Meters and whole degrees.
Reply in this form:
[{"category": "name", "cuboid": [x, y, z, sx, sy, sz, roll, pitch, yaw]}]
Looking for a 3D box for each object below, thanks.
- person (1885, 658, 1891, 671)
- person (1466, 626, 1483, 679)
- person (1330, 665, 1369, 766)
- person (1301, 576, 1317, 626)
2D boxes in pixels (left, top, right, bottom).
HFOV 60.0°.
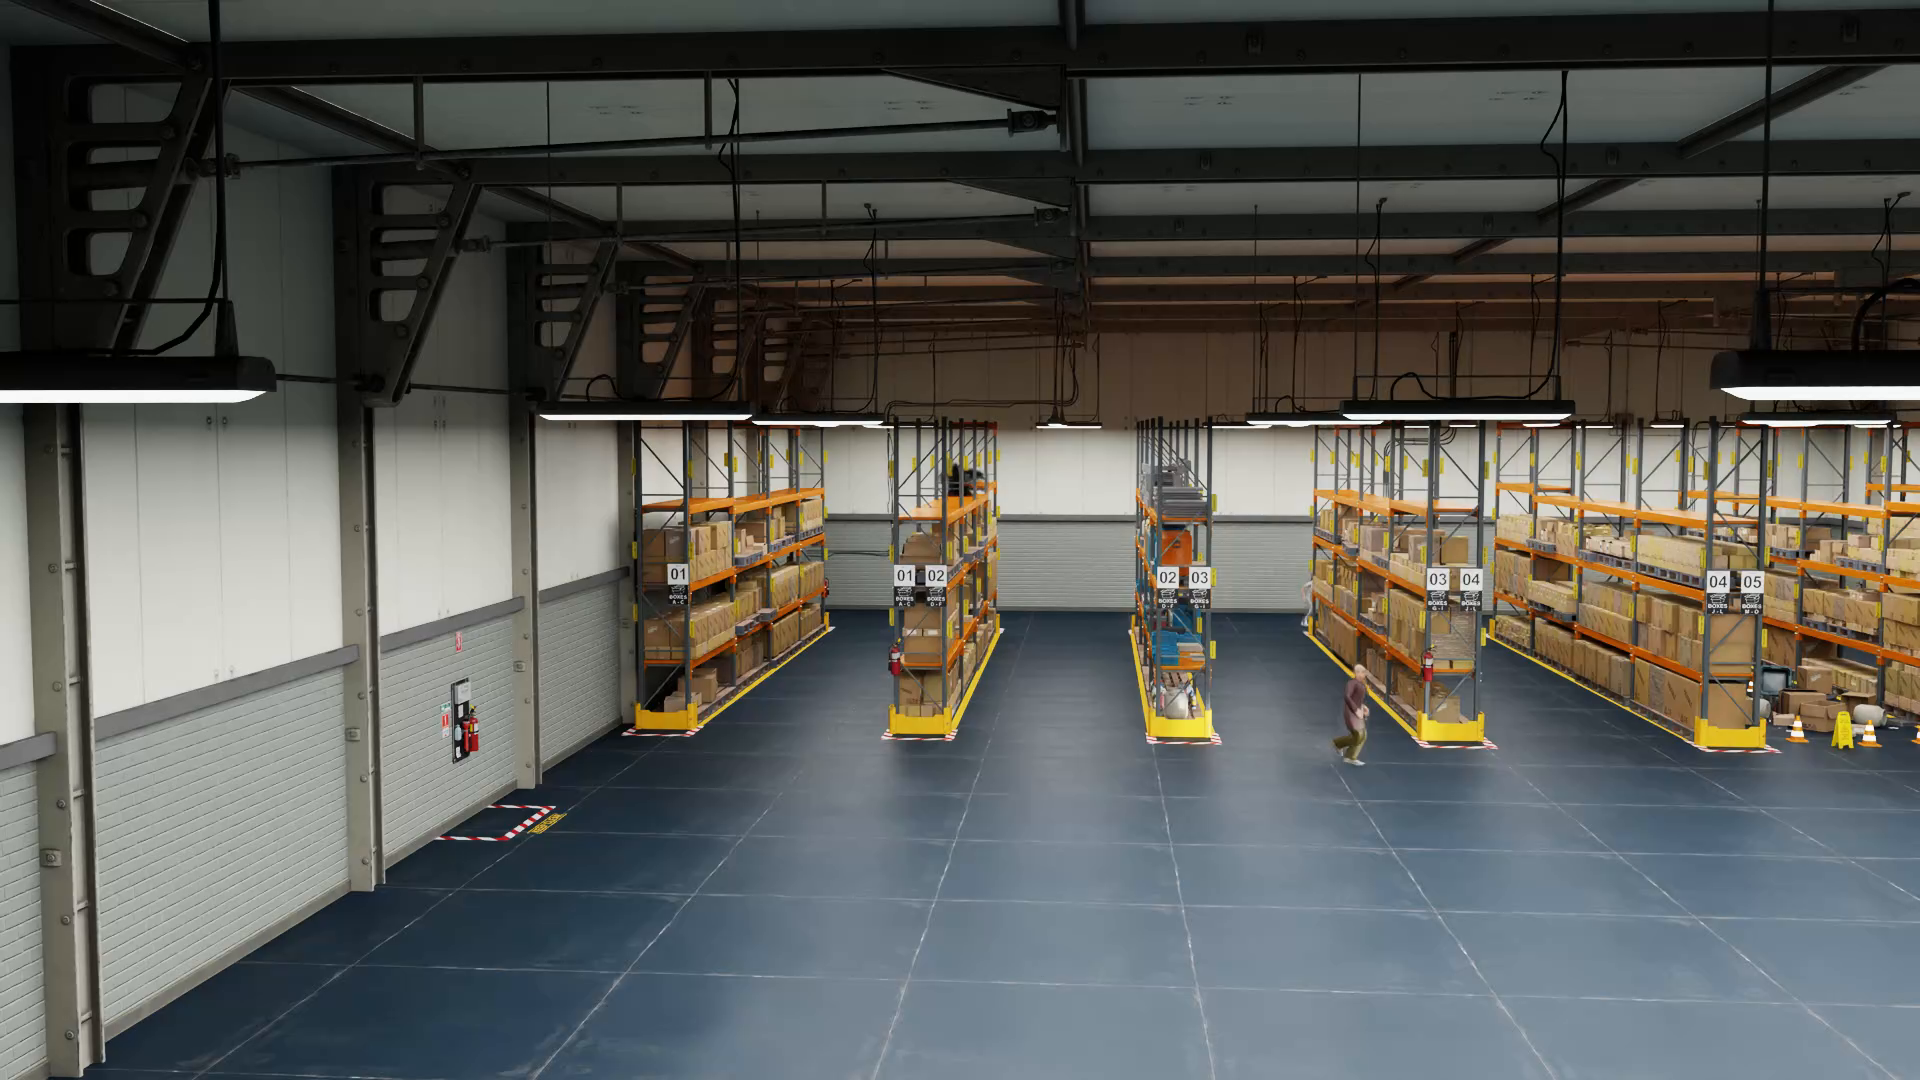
[{"category": "person", "cuboid": [22.158, 2.308, 39.365, 0.575, 1.665, 0.866, 0, 4, -3]}, {"category": "person", "cuboid": [11.793, 2.399, 38.744, 0.712, 1.596, 1.132, 0, 4, 6]}, {"category": "person", "cuboid": [6.699, 3.002, 28.649, 0.649, 1.735, 0.708, 2, 4, 34]}, {"category": "person", "cuboid": [10.338, 1.756, 48.785, 0.575, 1.589, 0.819, -3, 5, -39]}]
